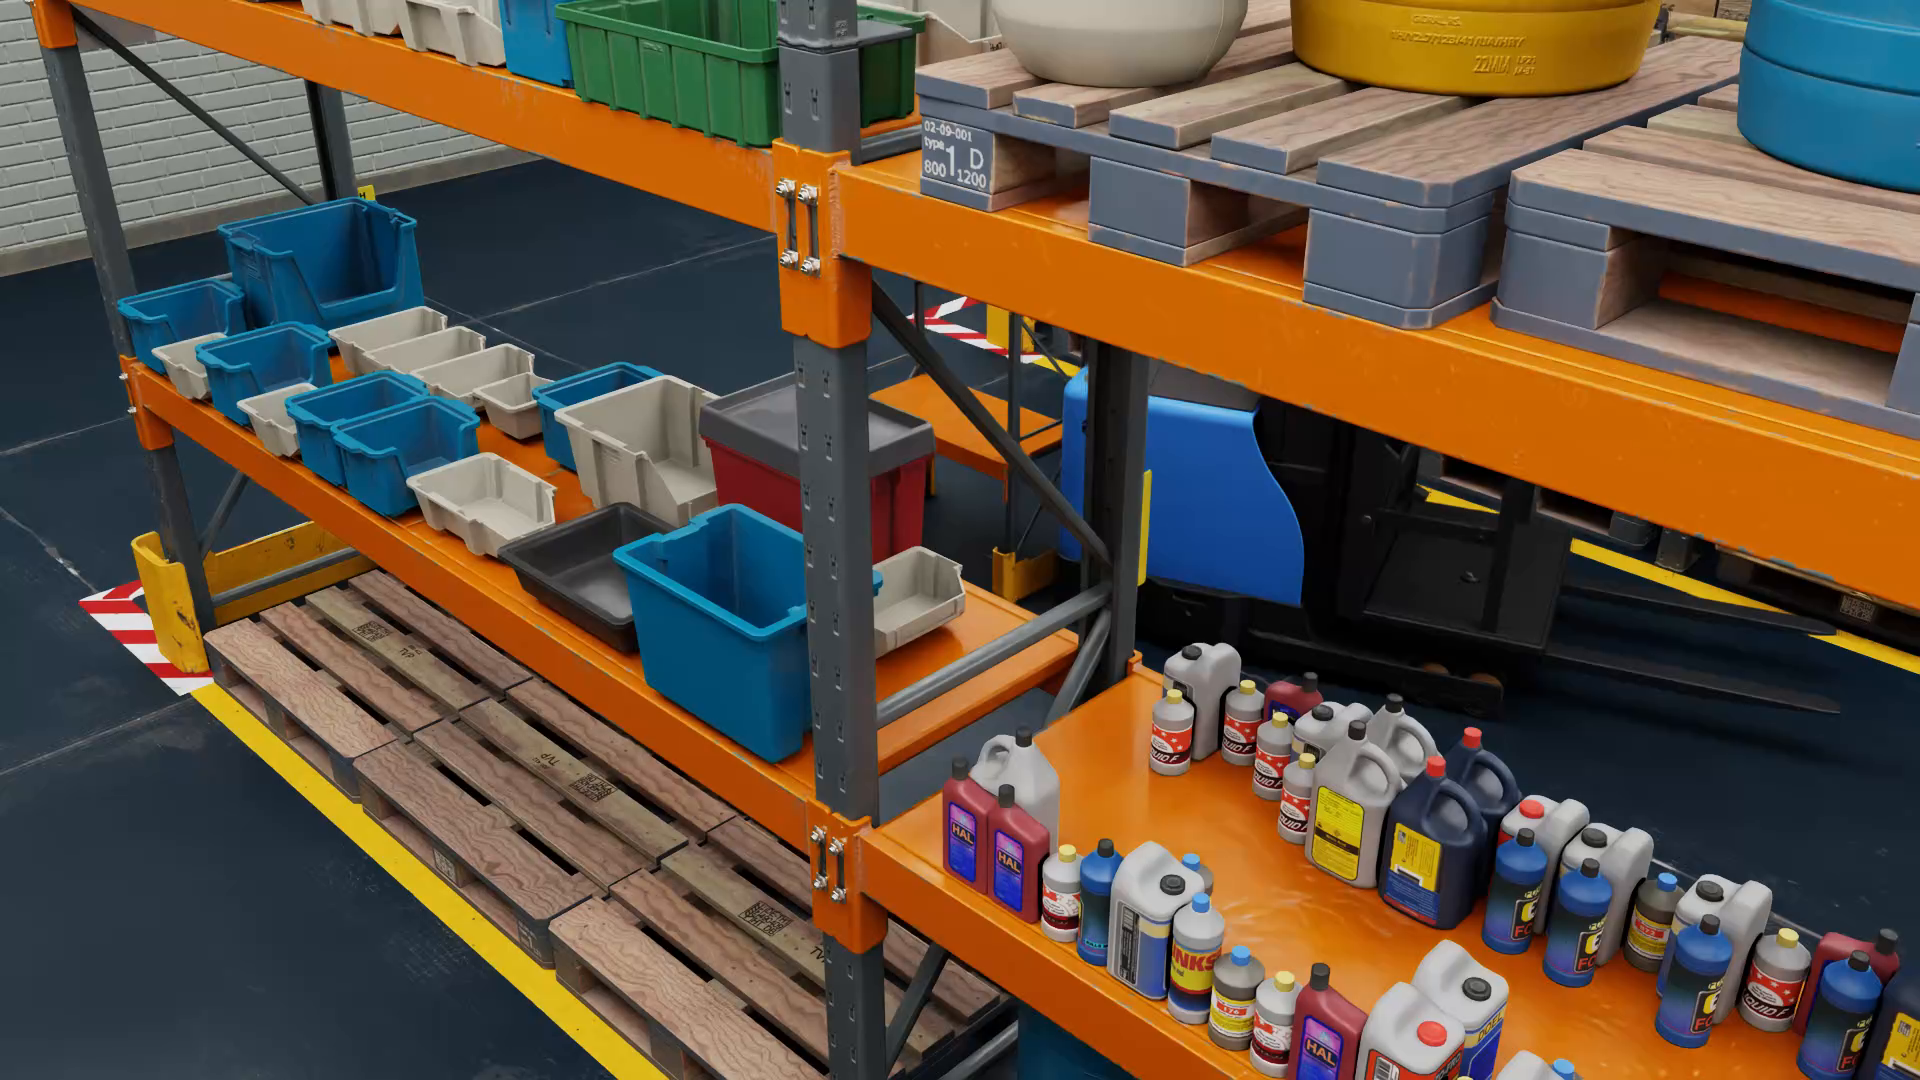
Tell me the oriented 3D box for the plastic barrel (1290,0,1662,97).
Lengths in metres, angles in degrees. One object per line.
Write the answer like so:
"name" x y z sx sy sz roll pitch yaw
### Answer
"plastic barrel" 0.856 -1.079 2.703 0.600 0.588 0.600 0 28 0

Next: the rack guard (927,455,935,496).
"rack guard" -0.347 -0.256 7.967 0.087 0.250 0.587 24 36 38

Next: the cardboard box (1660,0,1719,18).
"cardboard box" 5.099 -3.882 11.484 0.500 0.500 0.500 -25 36 -39

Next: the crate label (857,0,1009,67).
"crate label" -0.083 -1.179 3.830 0.466 0.136 0.293 25 36 38

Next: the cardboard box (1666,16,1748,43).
"cardboard box" 3.374 -1.995 7.357 0.500 0.500 0.500 25 36 38

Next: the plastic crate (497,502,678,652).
"plastic crate" -0.923 0.106 4.556 0.590 0.125 0.437 25 36 38

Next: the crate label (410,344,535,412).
"crate label" -1.668 -0.540 5.773 0.243 0.136 0.396 25 36 38

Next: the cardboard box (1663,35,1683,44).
"cardboard box" 3.021 -1.815 7.015 0.500 0.500 0.500 -24 36 -38

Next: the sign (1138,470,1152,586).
"sign" 0.450 -0.017 4.263 0.005 0.325 0.100 25 36 38

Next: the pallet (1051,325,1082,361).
"pallet" 1.309 -1.193 9.791 1.213 0.211 1.003 25 36 38

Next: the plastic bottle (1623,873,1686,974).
"plastic bottle" 1.389 0.753 3.309 0.097 0.201 0.097 0 28 0

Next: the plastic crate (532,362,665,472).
"plastic crate" -1.145 -0.386 5.376 0.300 0.233 0.416 25 36 38

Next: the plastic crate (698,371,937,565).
"plastic crate" -0.398 -0.142 4.665 0.583 0.464 0.402 25 36 38

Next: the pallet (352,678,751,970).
"pallet" -1.362 0.896 5.819 1.213 0.211 1.003 25 36 38

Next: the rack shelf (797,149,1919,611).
"rack shelf" 1.489 -0.070 2.209 4.000 0.370 1.077 25 36 38

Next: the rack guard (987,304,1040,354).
"rack guard" 0.666 -1.563 10.186 0.348 0.500 1.175 25 36 38

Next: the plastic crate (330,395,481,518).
"plastic crate" -1.691 -0.253 5.124 0.300 0.233 0.416 25 36 38

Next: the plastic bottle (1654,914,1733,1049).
"plastic bottle" 1.378 0.816 3.113 0.097 0.271 0.097 0 28 0

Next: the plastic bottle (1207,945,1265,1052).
"plastic bottle" 0.520 0.851 3.123 0.097 0.201 0.097 0 28 0

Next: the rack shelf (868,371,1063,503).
"rack shelf" 0.017 -0.485 7.447 1.000 0.185 0.538 24 36 38

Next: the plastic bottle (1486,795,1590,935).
"plastic bottle" 1.191 0.647 3.430 0.135 0.276 0.152 25 36 38

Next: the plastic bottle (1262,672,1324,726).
"plastic bottle" 0.768 0.420 3.853 0.133 0.283 0.061 25 36 38

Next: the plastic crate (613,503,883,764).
"plastic crate" -0.509 0.228 4.045 0.575 0.384 0.392 25 36 38

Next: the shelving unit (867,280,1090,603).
"shelving unit" 0.010 -0.647 7.369 1.083 1.500 0.587 24 36 38

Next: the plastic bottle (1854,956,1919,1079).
"plastic bottle" 1.734 0.860 2.945 0.185 0.351 0.144 25 36 38

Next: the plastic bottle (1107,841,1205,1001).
"plastic bottle" 0.387 0.739 3.255 0.135 0.276 0.152 25 36 38

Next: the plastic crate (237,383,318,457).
"plastic crate" -2.189 -0.385 5.477 0.298 0.136 0.250 25 36 38

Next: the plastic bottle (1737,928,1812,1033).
"plastic bottle" 1.554 0.828 3.165 0.097 0.201 0.097 0 28 0

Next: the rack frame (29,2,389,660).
"rack frame" -2.789 -1.018 6.463 0.127 3.000 1.000 25 36 38

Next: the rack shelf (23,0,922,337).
"rack shelf" -1.363 -1.375 4.692 4.000 0.370 1.077 25 36 38

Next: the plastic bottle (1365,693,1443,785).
"plastic bottle" 0.948 0.500 3.629 0.185 0.351 0.144 25 36 38

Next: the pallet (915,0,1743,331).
"pallet" 0.691 -0.734 2.902 1.003 0.211 1.213 25 36 38

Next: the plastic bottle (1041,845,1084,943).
"plastic bottle" 0.216 0.711 3.388 0.097 0.201 0.097 0 28 0

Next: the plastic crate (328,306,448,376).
"plastic crate" -2.081 -0.722 6.119 0.243 0.136 0.396 25 36 38

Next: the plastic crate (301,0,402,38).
"plastic crate" -1.425 -1.468 4.223 0.530 0.282 0.437 25 36 38

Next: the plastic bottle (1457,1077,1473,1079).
"plastic bottle" 0.850 1.001 2.836 0.097 0.201 0.097 0 28 0

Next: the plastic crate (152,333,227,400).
"plastic crate" -2.673 -0.606 5.898 0.298 0.136 0.250 25 36 38

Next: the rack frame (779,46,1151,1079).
"rack frame" 0.063 0.287 3.981 0.127 3.000 1.000 25 36 38

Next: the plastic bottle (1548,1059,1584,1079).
"plastic bottle" 1.026 0.983 2.871 0.097 0.201 0.097 0 28 0

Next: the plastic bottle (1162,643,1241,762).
"plastic bottle" 0.571 0.363 3.969 0.135 0.276 0.152 25 36 38

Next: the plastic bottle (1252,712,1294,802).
"plastic bottle" 0.725 0.489 3.811 0.097 0.201 0.097 0 28 0

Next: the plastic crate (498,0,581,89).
"plastic crate" -0.810 -1.158 3.685 0.300 0.233 0.416 25 36 38

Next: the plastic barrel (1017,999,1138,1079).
"plastic barrel" 0.439 1.213 4.023 0.708 0.901 0.600 25 36 38

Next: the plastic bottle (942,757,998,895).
"plastic bottle" 0.026 0.600 3.511 0.133 0.283 0.061 25 36 38

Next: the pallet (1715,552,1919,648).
"pallet" 4.139 0.104 7.325 1.213 0.211 1.003 25 36 38

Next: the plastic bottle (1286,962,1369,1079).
"plastic bottle" 0.659 0.890 2.960 0.133 0.283 0.061 25 36 38

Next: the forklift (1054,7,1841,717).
"forklift" 1.965 -0.894 6.301 3.031 2.935 1.130 12 30 21

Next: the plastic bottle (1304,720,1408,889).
"plastic bottle" 0.847 0.548 3.538 0.185 0.351 0.144 25 36 38

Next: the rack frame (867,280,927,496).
"rack frame" -0.348 -0.809 7.677 0.032 1.500 0.500 24 36 38

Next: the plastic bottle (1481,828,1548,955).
"plastic bottle" 1.117 0.697 3.341 0.097 0.271 0.097 0 28 0

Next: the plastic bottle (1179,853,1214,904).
"plastic bottle" 0.461 0.724 3.363 0.097 0.201 0.097 0 28 0

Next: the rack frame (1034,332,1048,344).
"rack frame" 0.684 -2.662 9.589 0.127 3.000 1.000 25 36 38
